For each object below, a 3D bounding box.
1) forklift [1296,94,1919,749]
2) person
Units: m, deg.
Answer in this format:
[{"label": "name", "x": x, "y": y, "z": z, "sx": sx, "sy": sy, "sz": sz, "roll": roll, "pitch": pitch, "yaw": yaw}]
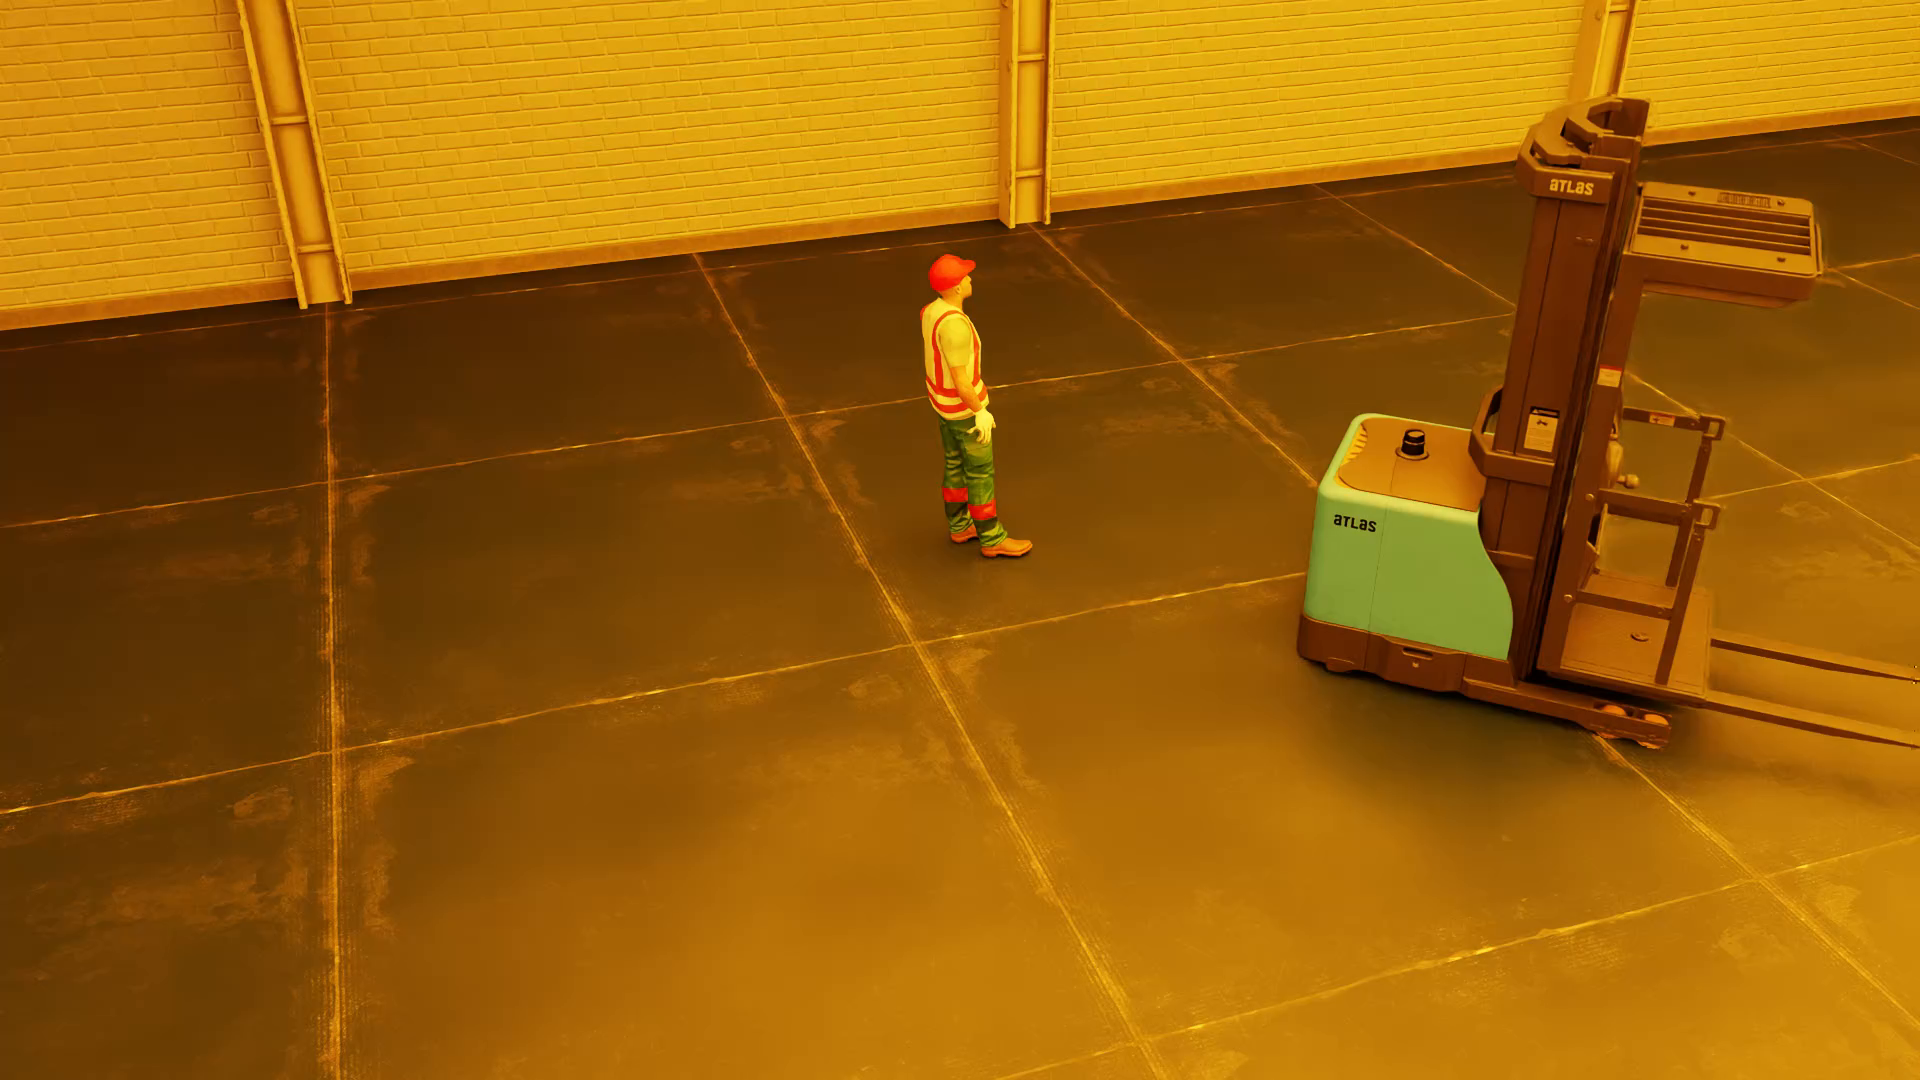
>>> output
[{"label": "forklift", "x": 3.361, "y": -0.541, "z": 8.027, "sx": 3.031, "sy": 2.935, "sz": 1.130, "roll": 12, "pitch": 32, "yaw": 20}, {"label": "person", "x": 0.080, "y": -0.789, "z": 9.589, "sx": 0.564, "sy": 1.787, "sz": 0.638, "roll": -10, "pitch": 31, "yaw": -16}]
